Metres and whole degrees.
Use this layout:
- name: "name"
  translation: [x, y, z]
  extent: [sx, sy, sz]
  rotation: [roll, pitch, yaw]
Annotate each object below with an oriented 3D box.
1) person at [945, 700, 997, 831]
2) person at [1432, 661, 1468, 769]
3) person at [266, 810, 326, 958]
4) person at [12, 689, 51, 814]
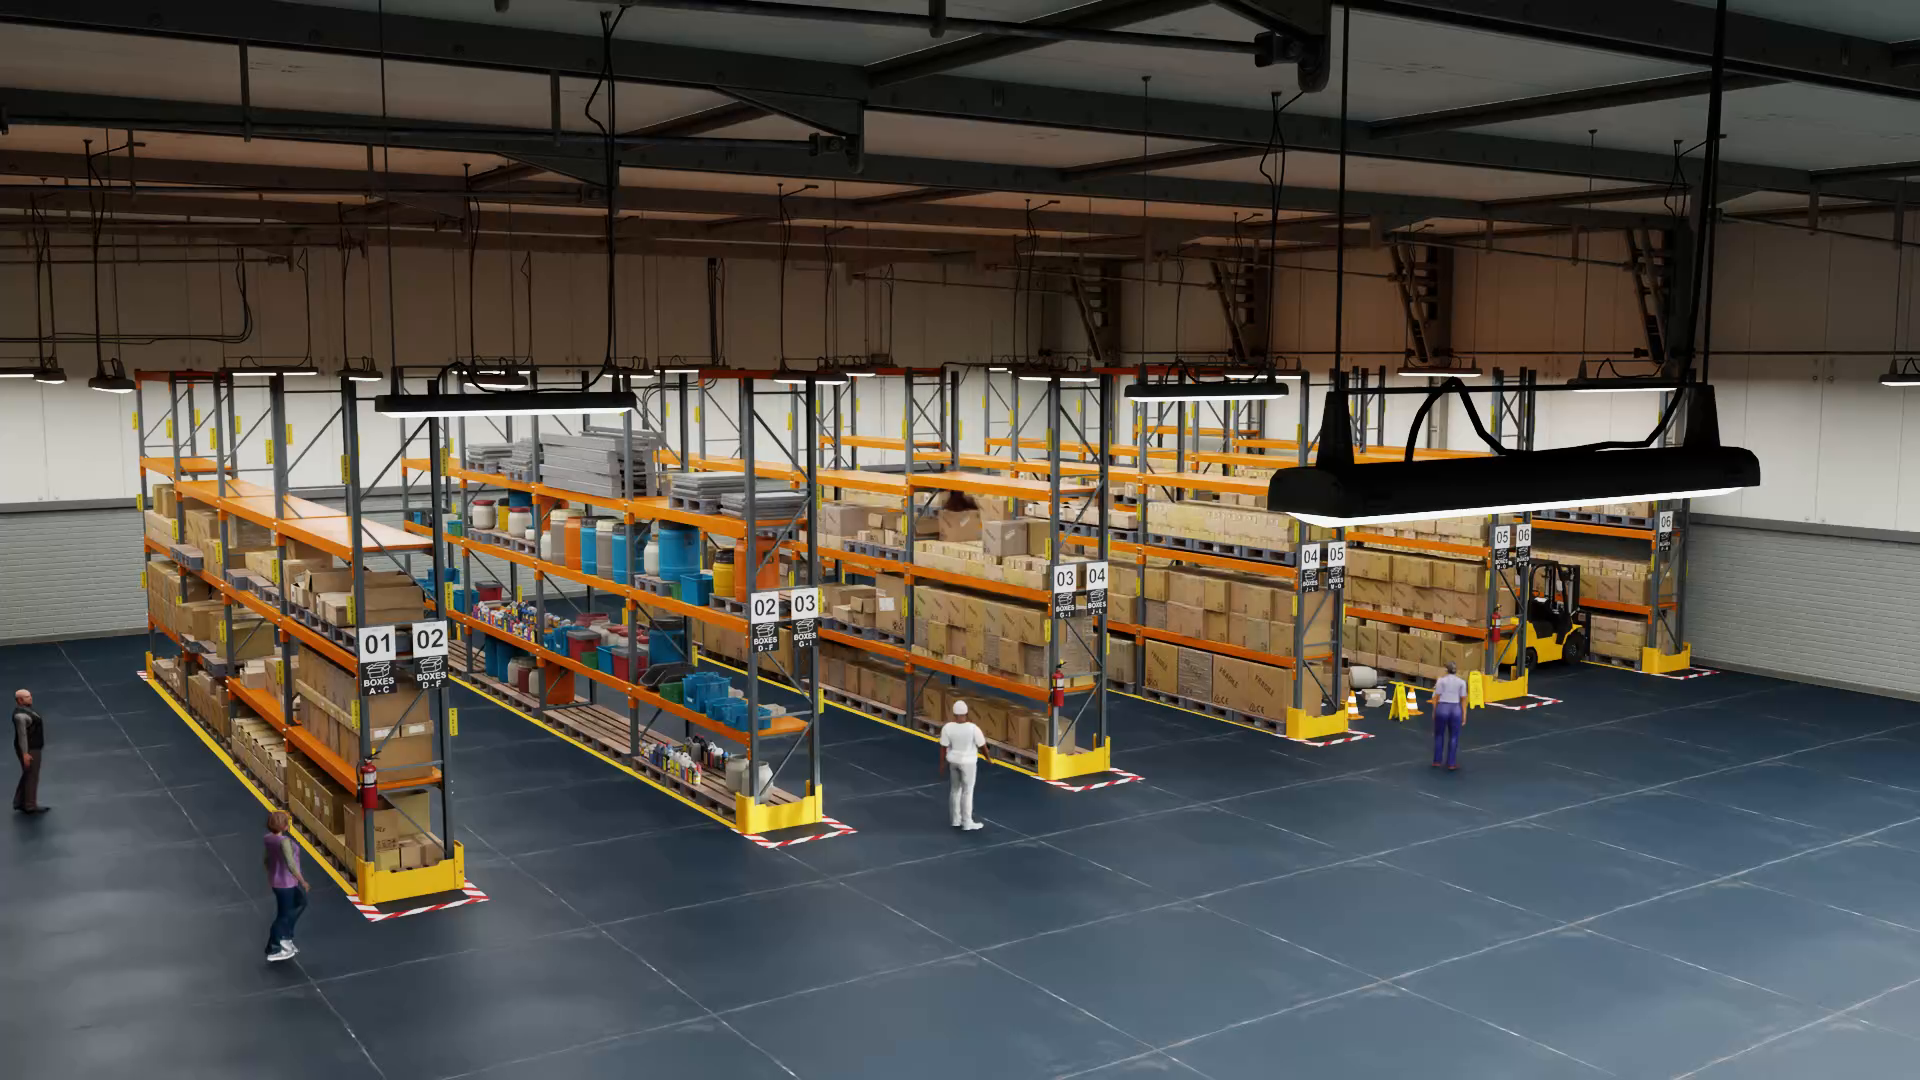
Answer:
- name: "person"
  translation: [0.124, 2.969, 22.125]
  extent: [0.704, 1.762, 0.579]
  rotation: [6, 8, 41]
- name: "person"
  translation: [7.459, 2.659, 25.290]
  extent: [0.494, 1.656, 0.378]
  rotation: [2, 7, 17]
- name: "person"
  translation: [-6.934, 3.583, 17.329]
  extent: [0.603, 1.581, 0.467]
  rotation: [-4, 8, -34]
- name: "person"
  translation: [-12.781, 2.903, 22.835]
  extent: [0.421, 1.749, 0.586]
  rotation: [-5, 8, -35]
